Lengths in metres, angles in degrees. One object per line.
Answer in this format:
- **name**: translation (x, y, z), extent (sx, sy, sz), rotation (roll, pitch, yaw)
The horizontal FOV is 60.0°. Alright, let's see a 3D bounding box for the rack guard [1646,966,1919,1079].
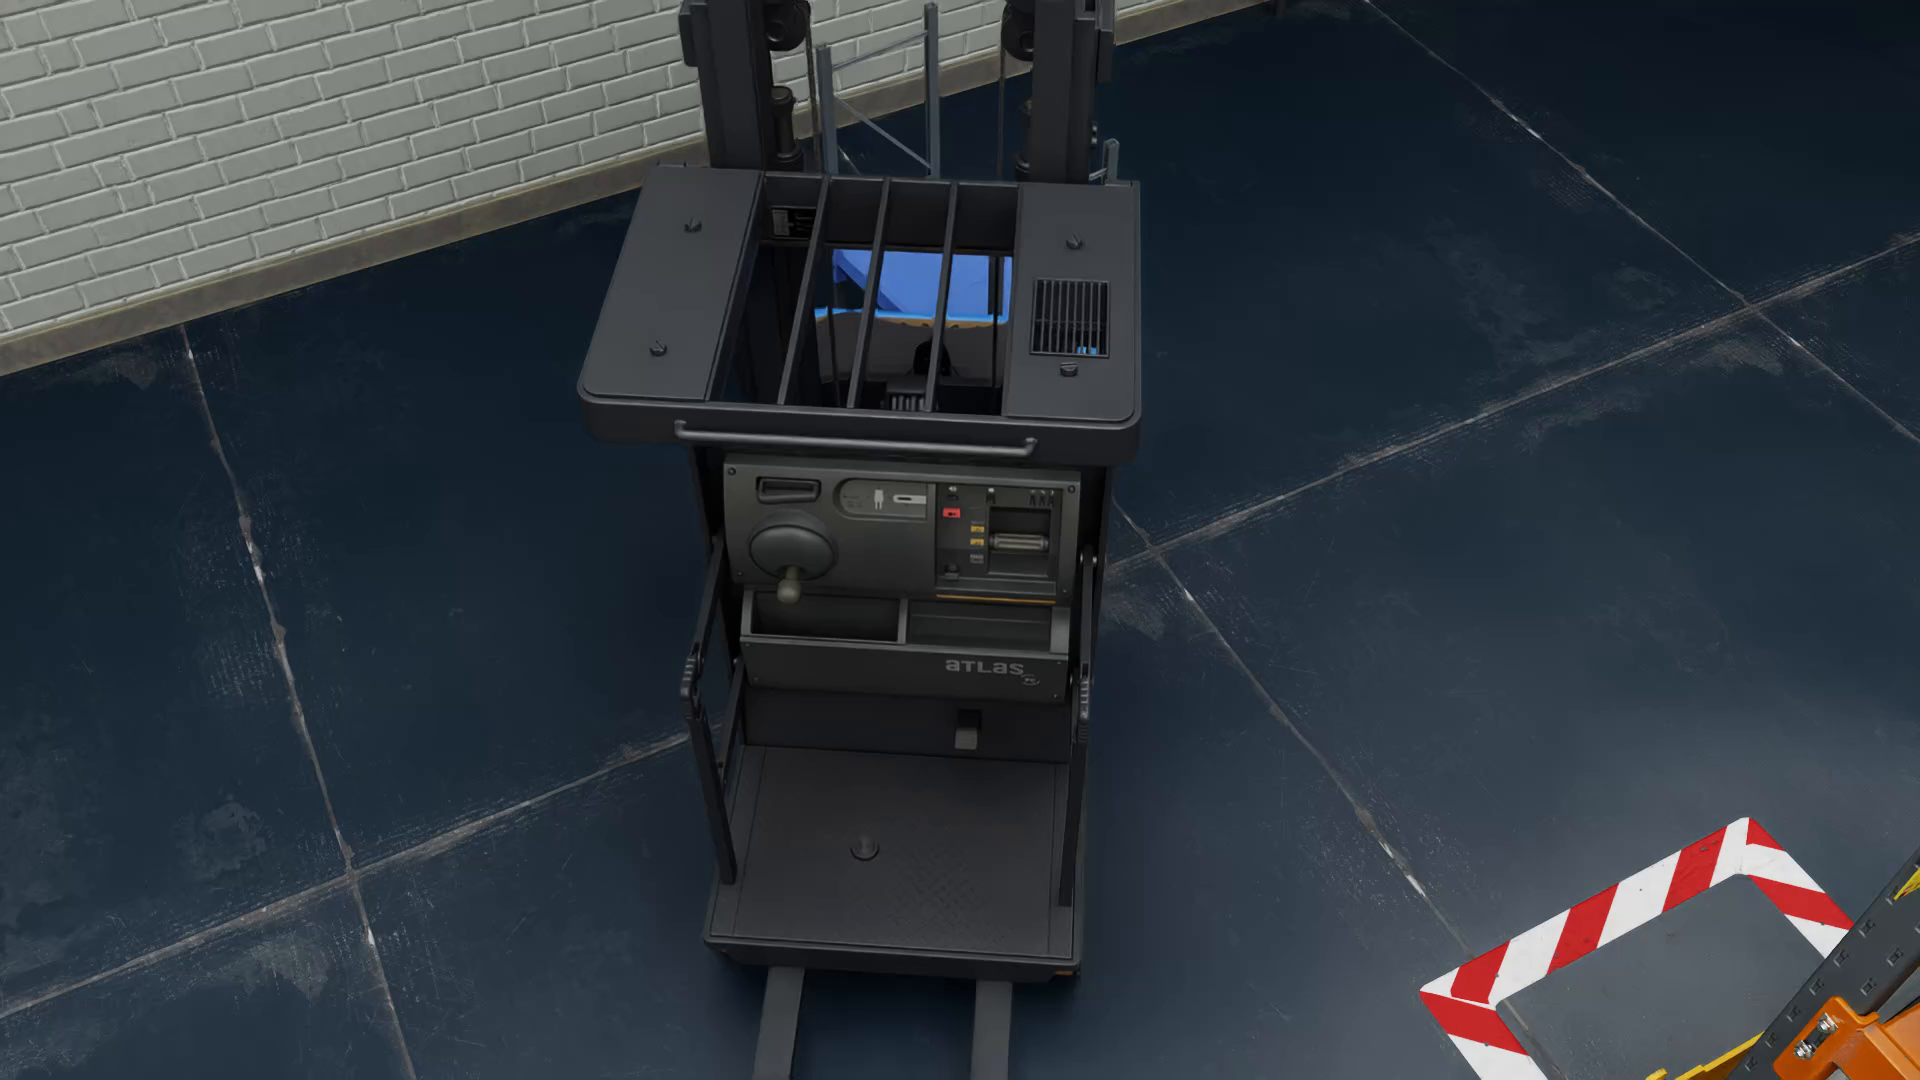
- **rack guard**: translation (2.346, 1.507, 4.600), extent (1.175, 0.500, 0.348), rotation (-21, 52, -18)

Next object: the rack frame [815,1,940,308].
- **rack frame**: translation (-0.289, -1.314, 6.403), extent (0.500, 1.500, 0.032), rotation (-28, 55, -23)

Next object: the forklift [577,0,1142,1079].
- **forklift**: translation (-0.167, 0.092, 4.222), extent (1.130, 2.935, 3.031), rotation (3, 49, 3)

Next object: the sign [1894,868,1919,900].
- **sign**: translation (1.860, 0.576, 3.126), extent (0.100, 0.325, 0.005), rotation (-21, 52, -18)

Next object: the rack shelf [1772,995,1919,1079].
- **rack shelf**: translation (3.272, 2.275, 2.745), extent (1.077, 0.370, 4.000), rotation (-21, 52, -18)

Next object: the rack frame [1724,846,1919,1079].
- **rack frame**: translation (2.356, 0.700, 3.645), extent (1.000, 3.000, 0.127), rotation (-21, 52, -18)

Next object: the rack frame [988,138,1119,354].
- **rack frame**: translation (0.305, -0.693, 5.859), extent (0.500, 1.500, 0.032), rotation (-28, 55, -23)

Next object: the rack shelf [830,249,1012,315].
- **rack shelf**: translation (0.008, -0.885, 6.266), extent (0.538, 0.185, 1.000), rotation (-28, 55, -23)

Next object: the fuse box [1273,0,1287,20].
- **fuse box**: translation (1.690, -3.268, 7.971), extent (0.539, 1.711, 0.414), rotation (-21, 52, -18)

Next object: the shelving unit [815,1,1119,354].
- **shelving unit**: translation (0.008, -1.003, 6.131), extent (0.538, 1.500, 1.048), rotation (-28, 55, -23)
